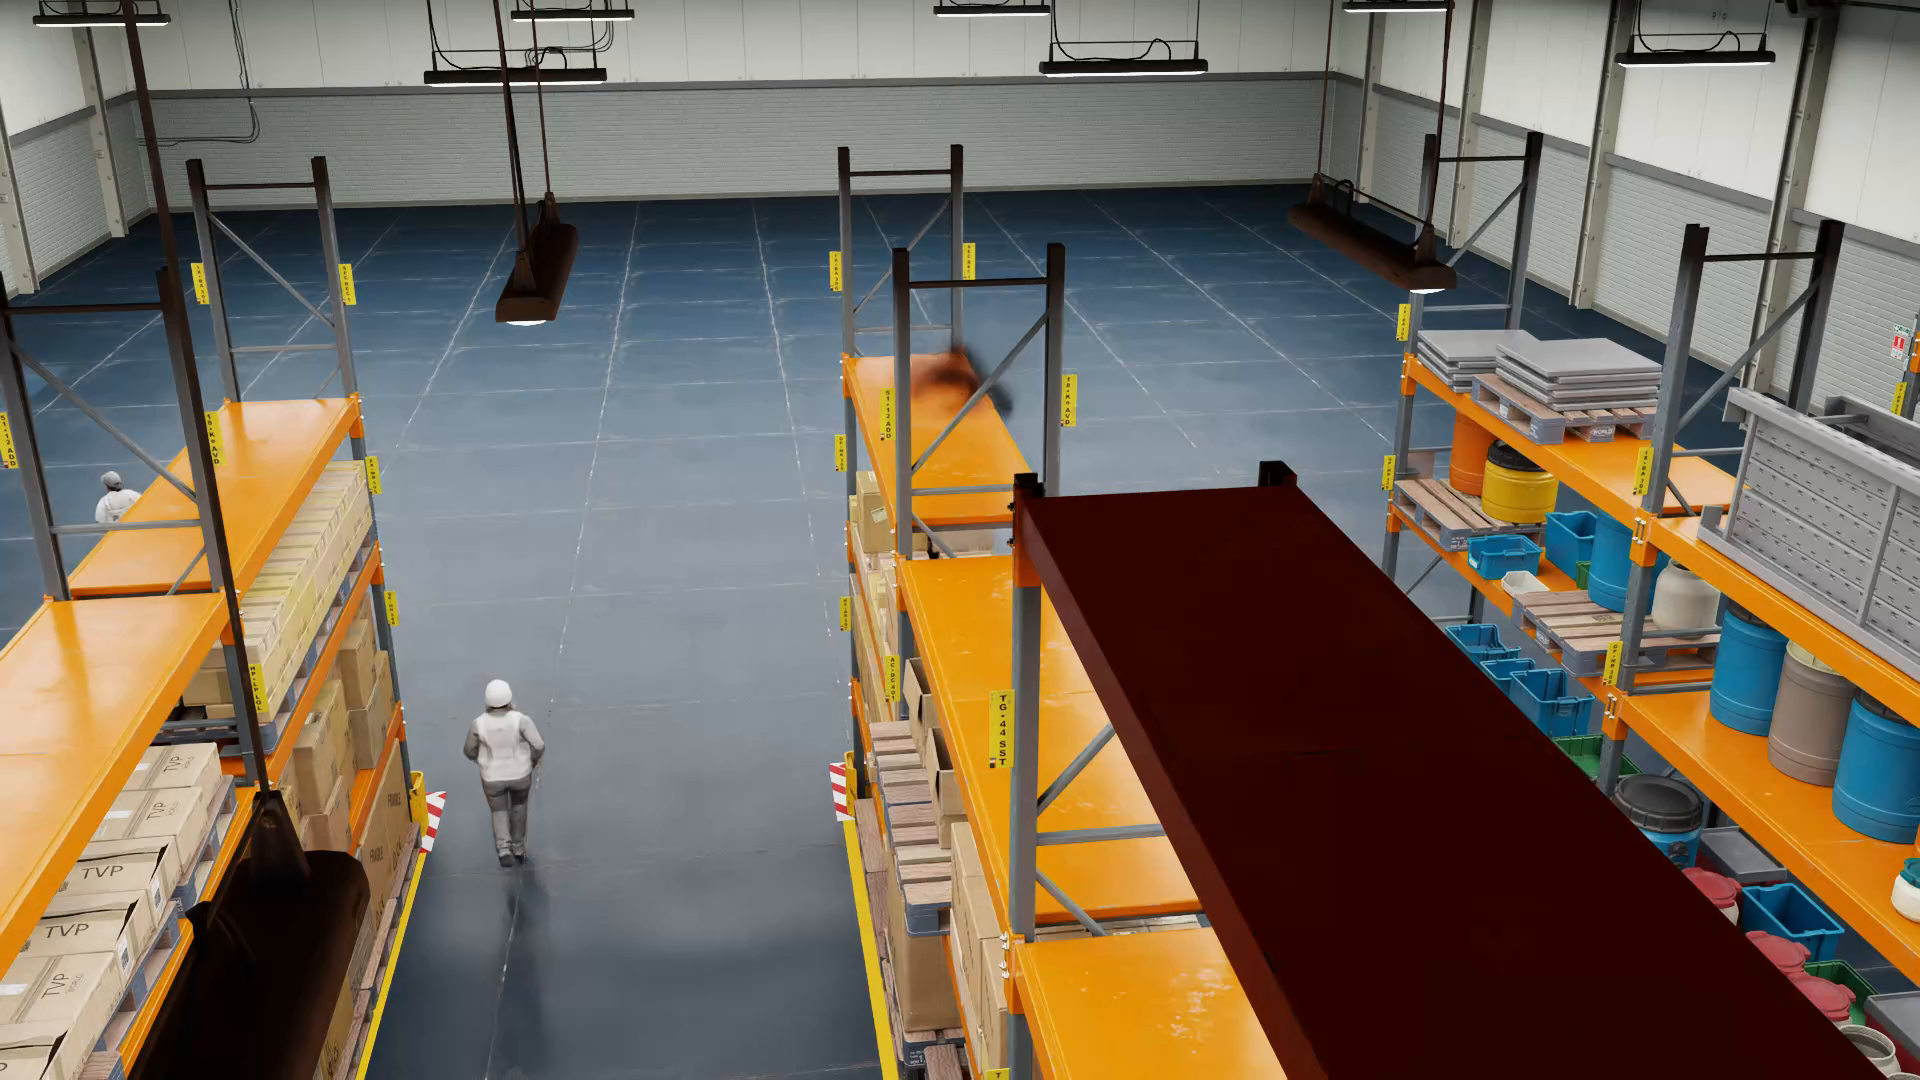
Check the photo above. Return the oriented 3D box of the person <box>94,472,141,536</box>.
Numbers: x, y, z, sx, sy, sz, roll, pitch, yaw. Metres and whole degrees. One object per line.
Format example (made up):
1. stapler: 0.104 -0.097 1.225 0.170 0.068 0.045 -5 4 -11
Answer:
1. person: -9.711 0.015 19.372 0.683 1.709 0.587 14 25 31

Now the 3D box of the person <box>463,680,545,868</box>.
1. person: -3.868 2.014 14.201 0.677 1.752 0.767 -5 22 -13
